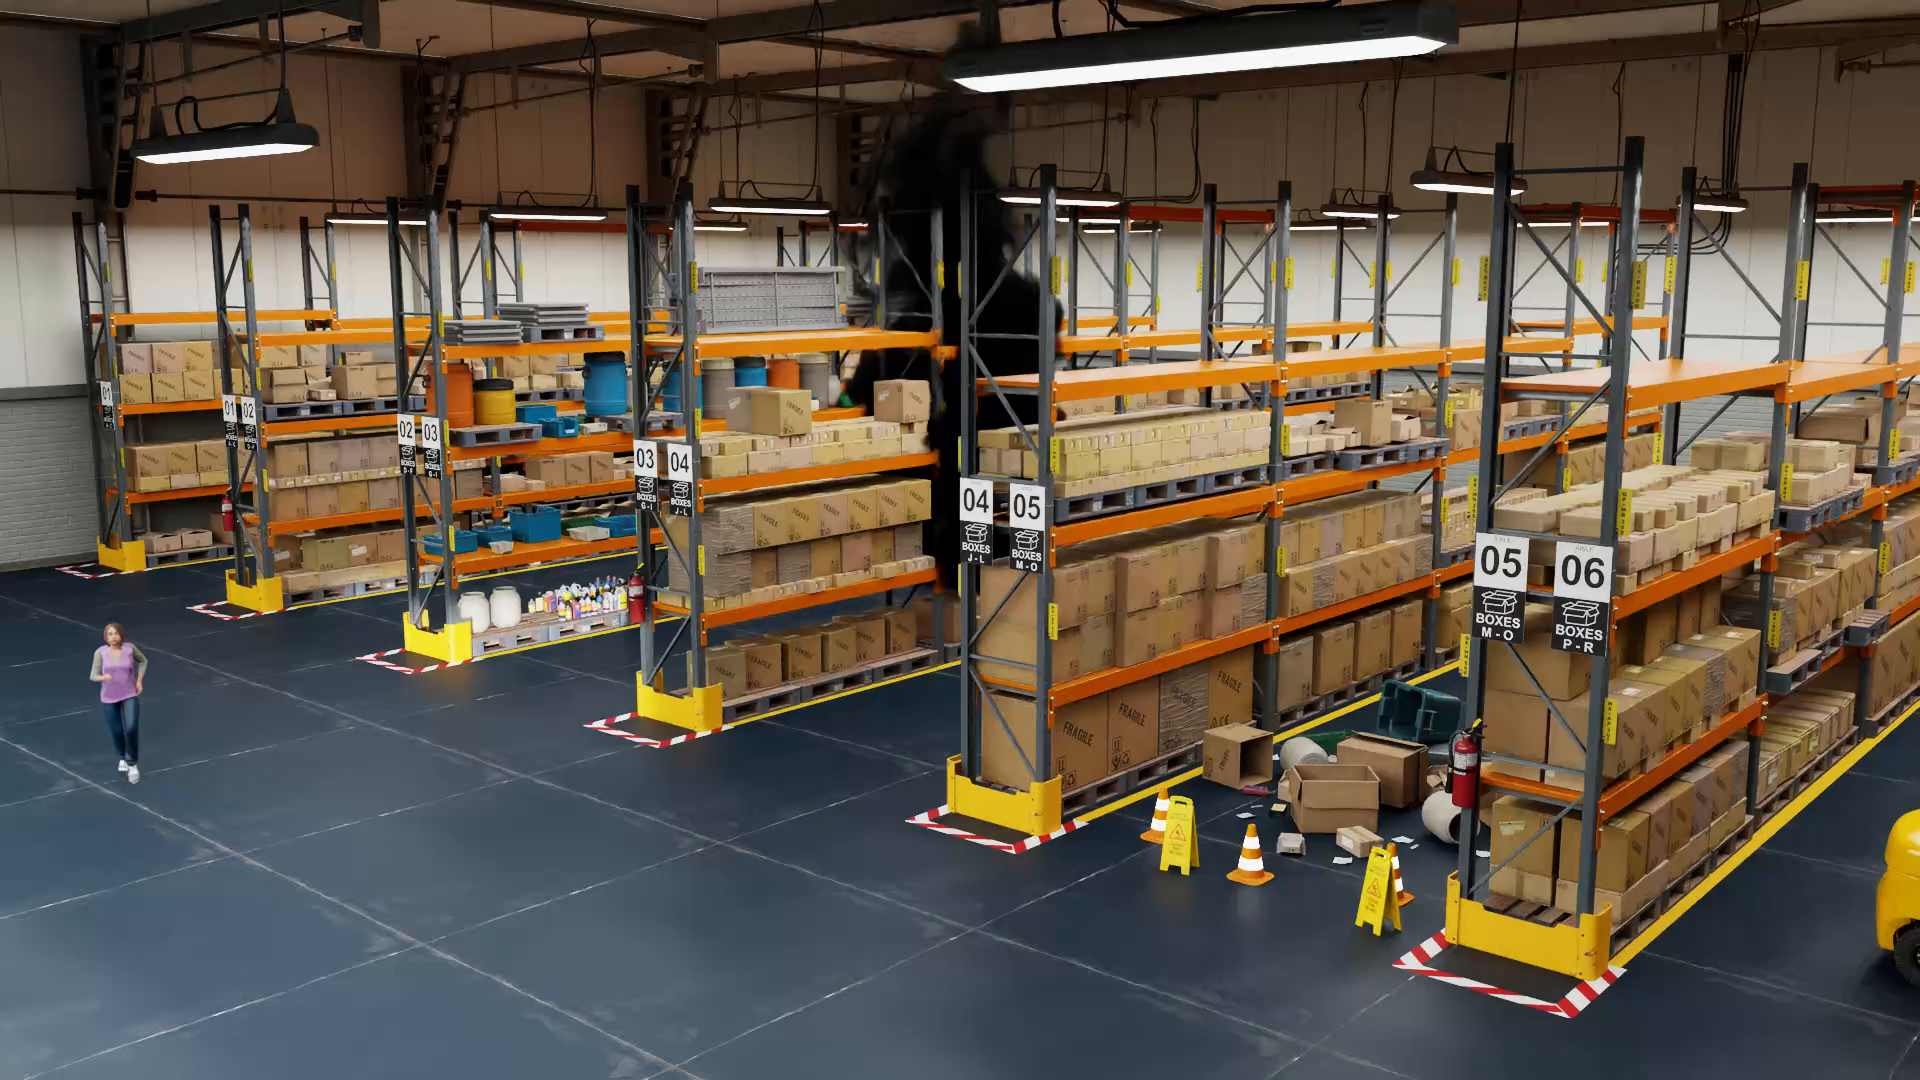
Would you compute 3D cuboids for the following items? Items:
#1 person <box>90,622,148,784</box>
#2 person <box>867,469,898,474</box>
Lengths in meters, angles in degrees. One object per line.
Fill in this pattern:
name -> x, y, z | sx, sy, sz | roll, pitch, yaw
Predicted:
person -> -8.424, 1.637, 16.698 | 0.514, 1.602, 0.661 | -4, 10, -23
person -> -1.588, -1.070, 32.187 | 0.662, 1.768, 0.987 | 6, 11, 33
